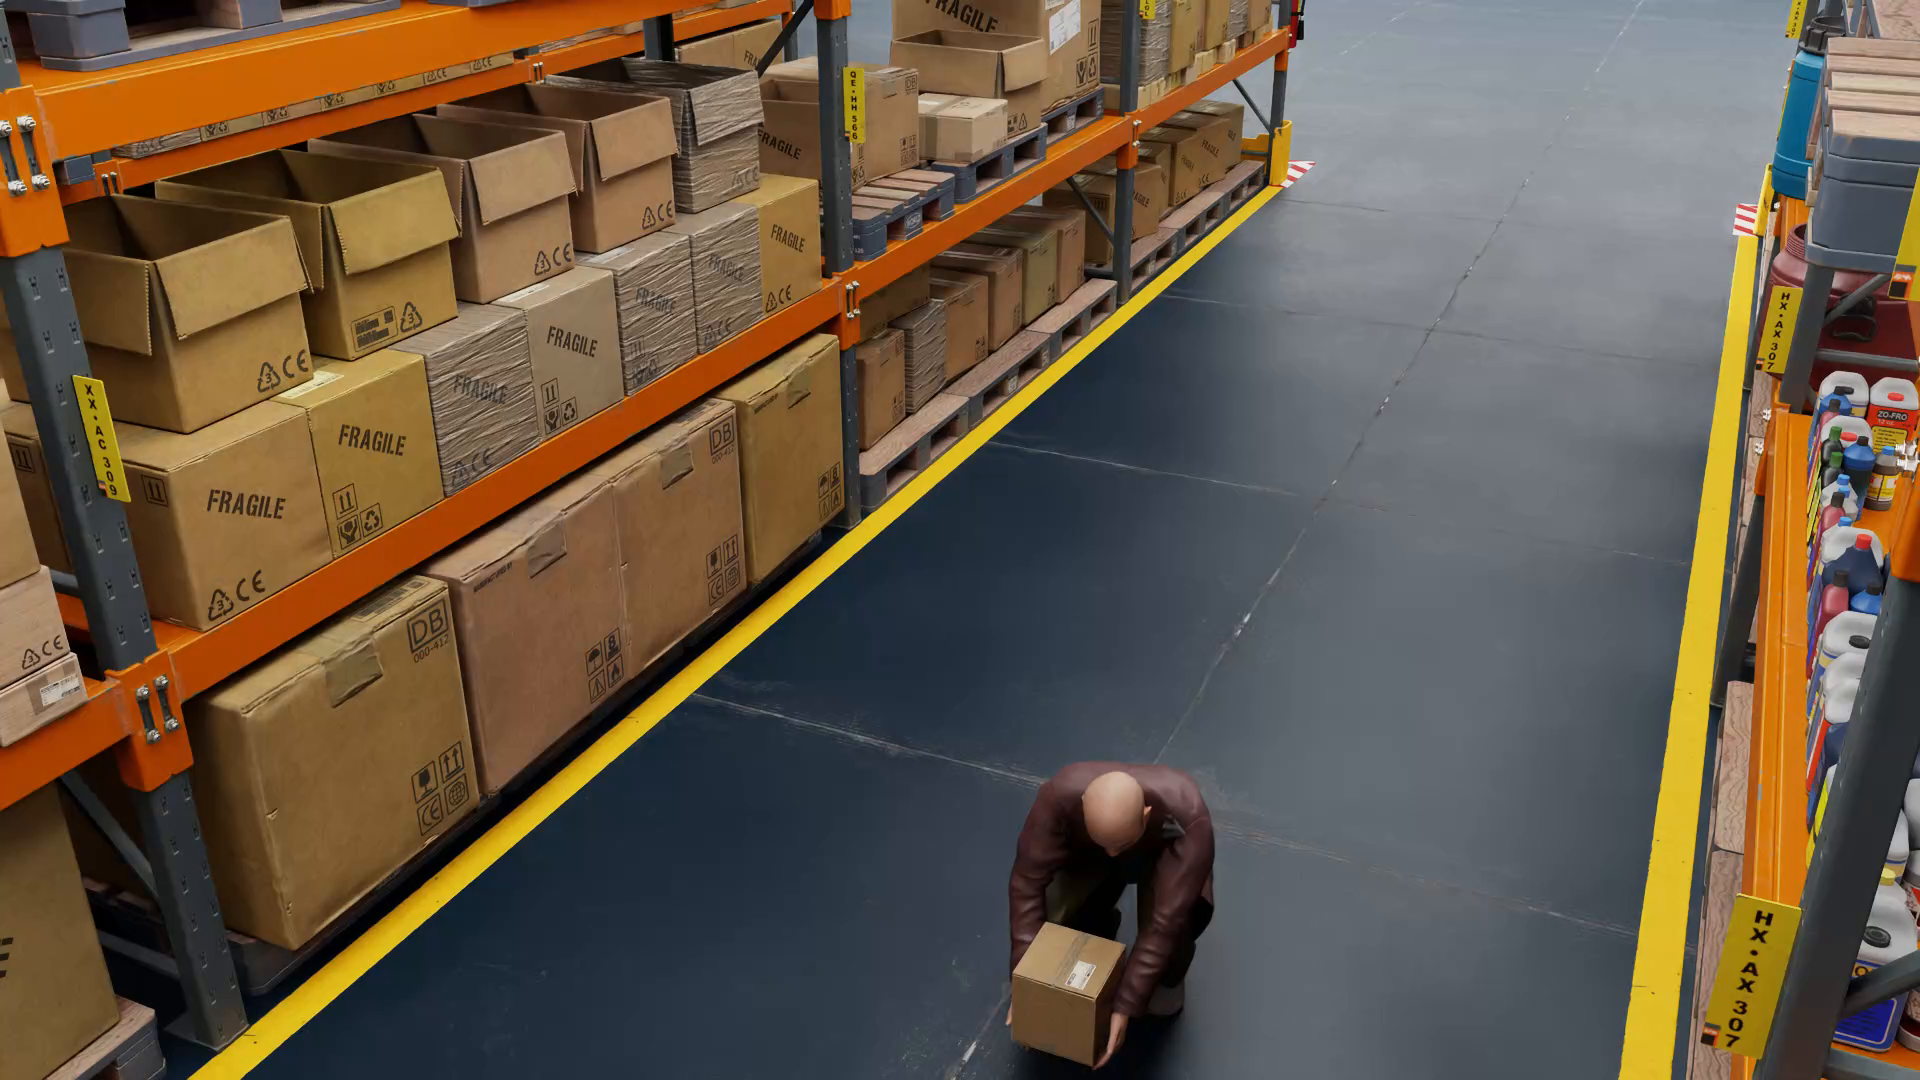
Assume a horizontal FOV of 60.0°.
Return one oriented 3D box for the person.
[{"bbox_3d":[0.468,1.007,4.969,0.598,0.979,0.911,11,28,22],"label":"person"}]
